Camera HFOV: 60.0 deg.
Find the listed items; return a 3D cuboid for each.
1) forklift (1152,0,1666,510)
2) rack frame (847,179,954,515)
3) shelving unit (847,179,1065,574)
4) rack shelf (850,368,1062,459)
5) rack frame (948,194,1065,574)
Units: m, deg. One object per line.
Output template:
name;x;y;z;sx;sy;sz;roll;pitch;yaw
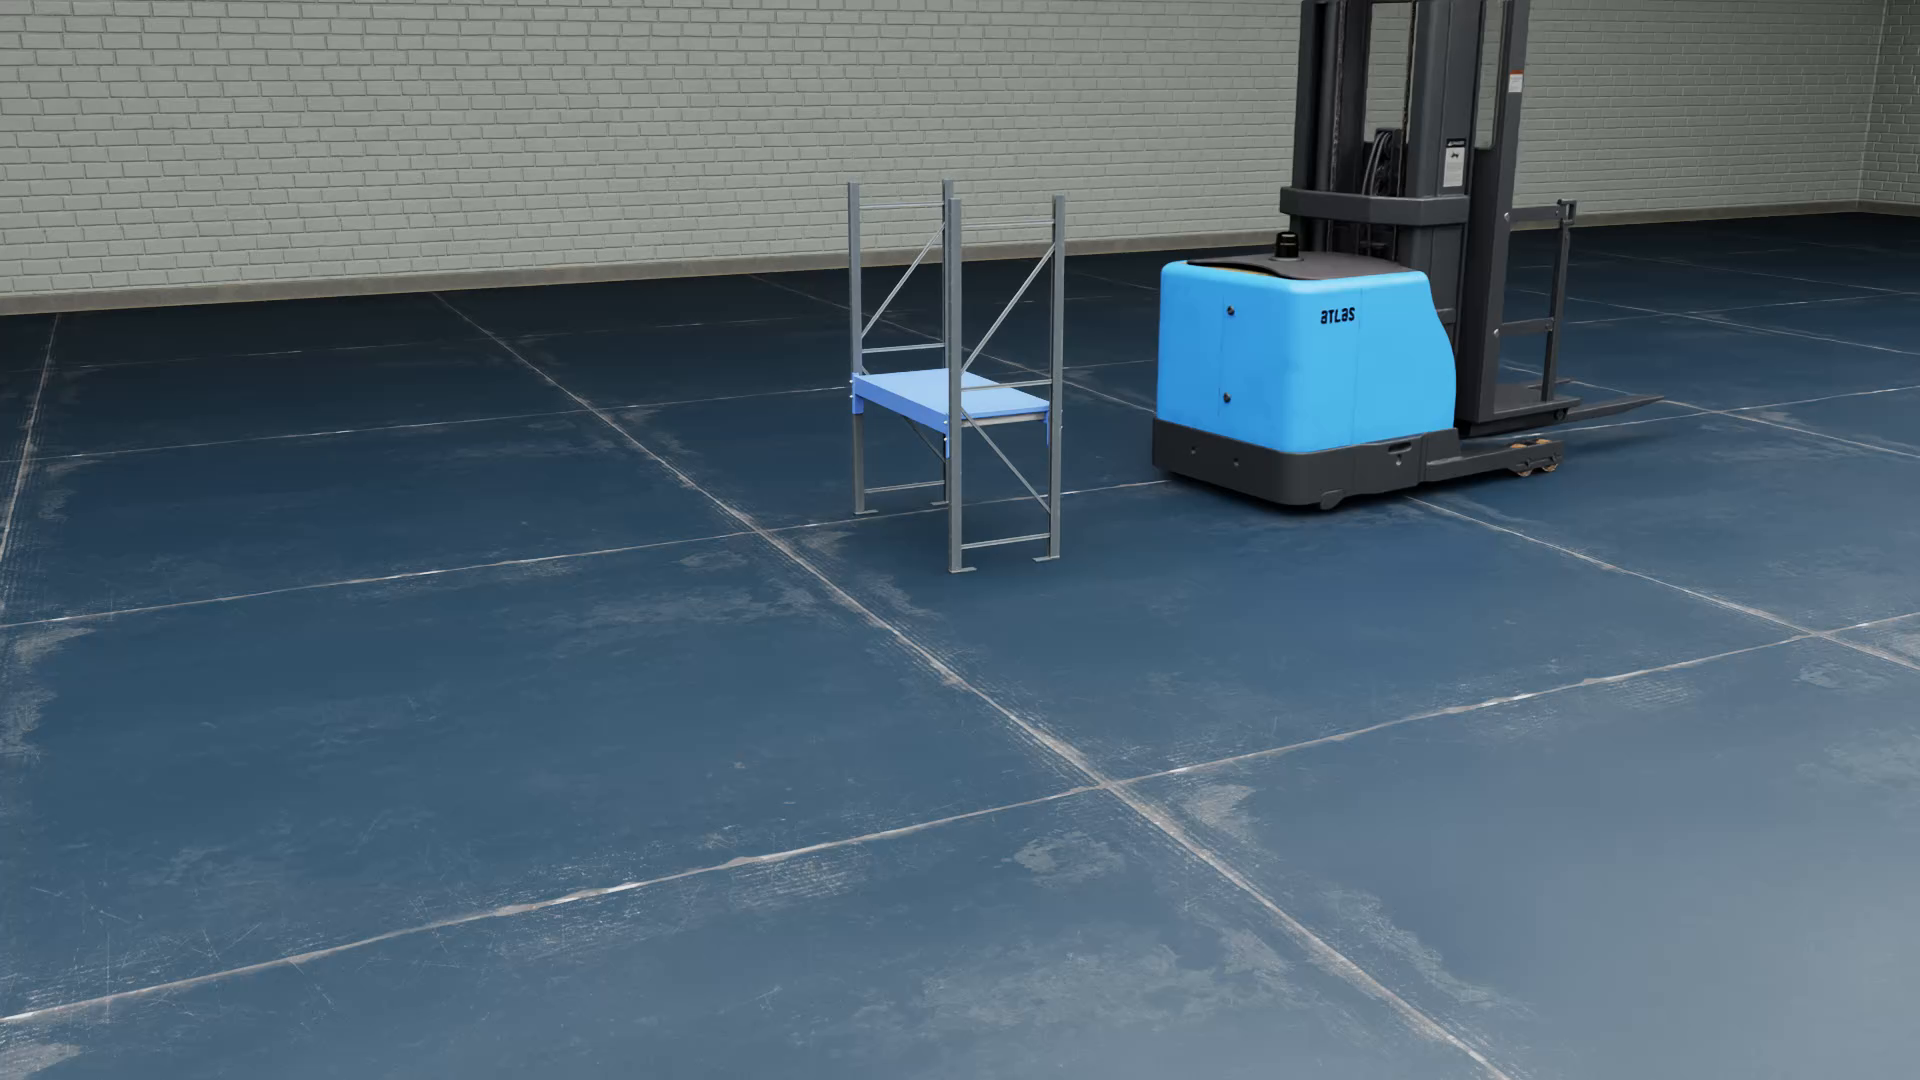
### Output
forklift;2.468;-1.836;8.335;3.031;2.935;1.130;-10;19;-32
rack frame;-0.260;-0.868;7.557;0.500;1.500;0.032;-8;18;-25
shelving unit;-0.037;-0.742;7.117;0.538;1.500;1.048;-8;18;-25
rack shelf;-0.037;-0.569;7.167;0.538;0.185;1.000;-8;18;-25
rack frame;0.185;-0.616;6.678;0.500;1.500;0.032;-8;18;-25
